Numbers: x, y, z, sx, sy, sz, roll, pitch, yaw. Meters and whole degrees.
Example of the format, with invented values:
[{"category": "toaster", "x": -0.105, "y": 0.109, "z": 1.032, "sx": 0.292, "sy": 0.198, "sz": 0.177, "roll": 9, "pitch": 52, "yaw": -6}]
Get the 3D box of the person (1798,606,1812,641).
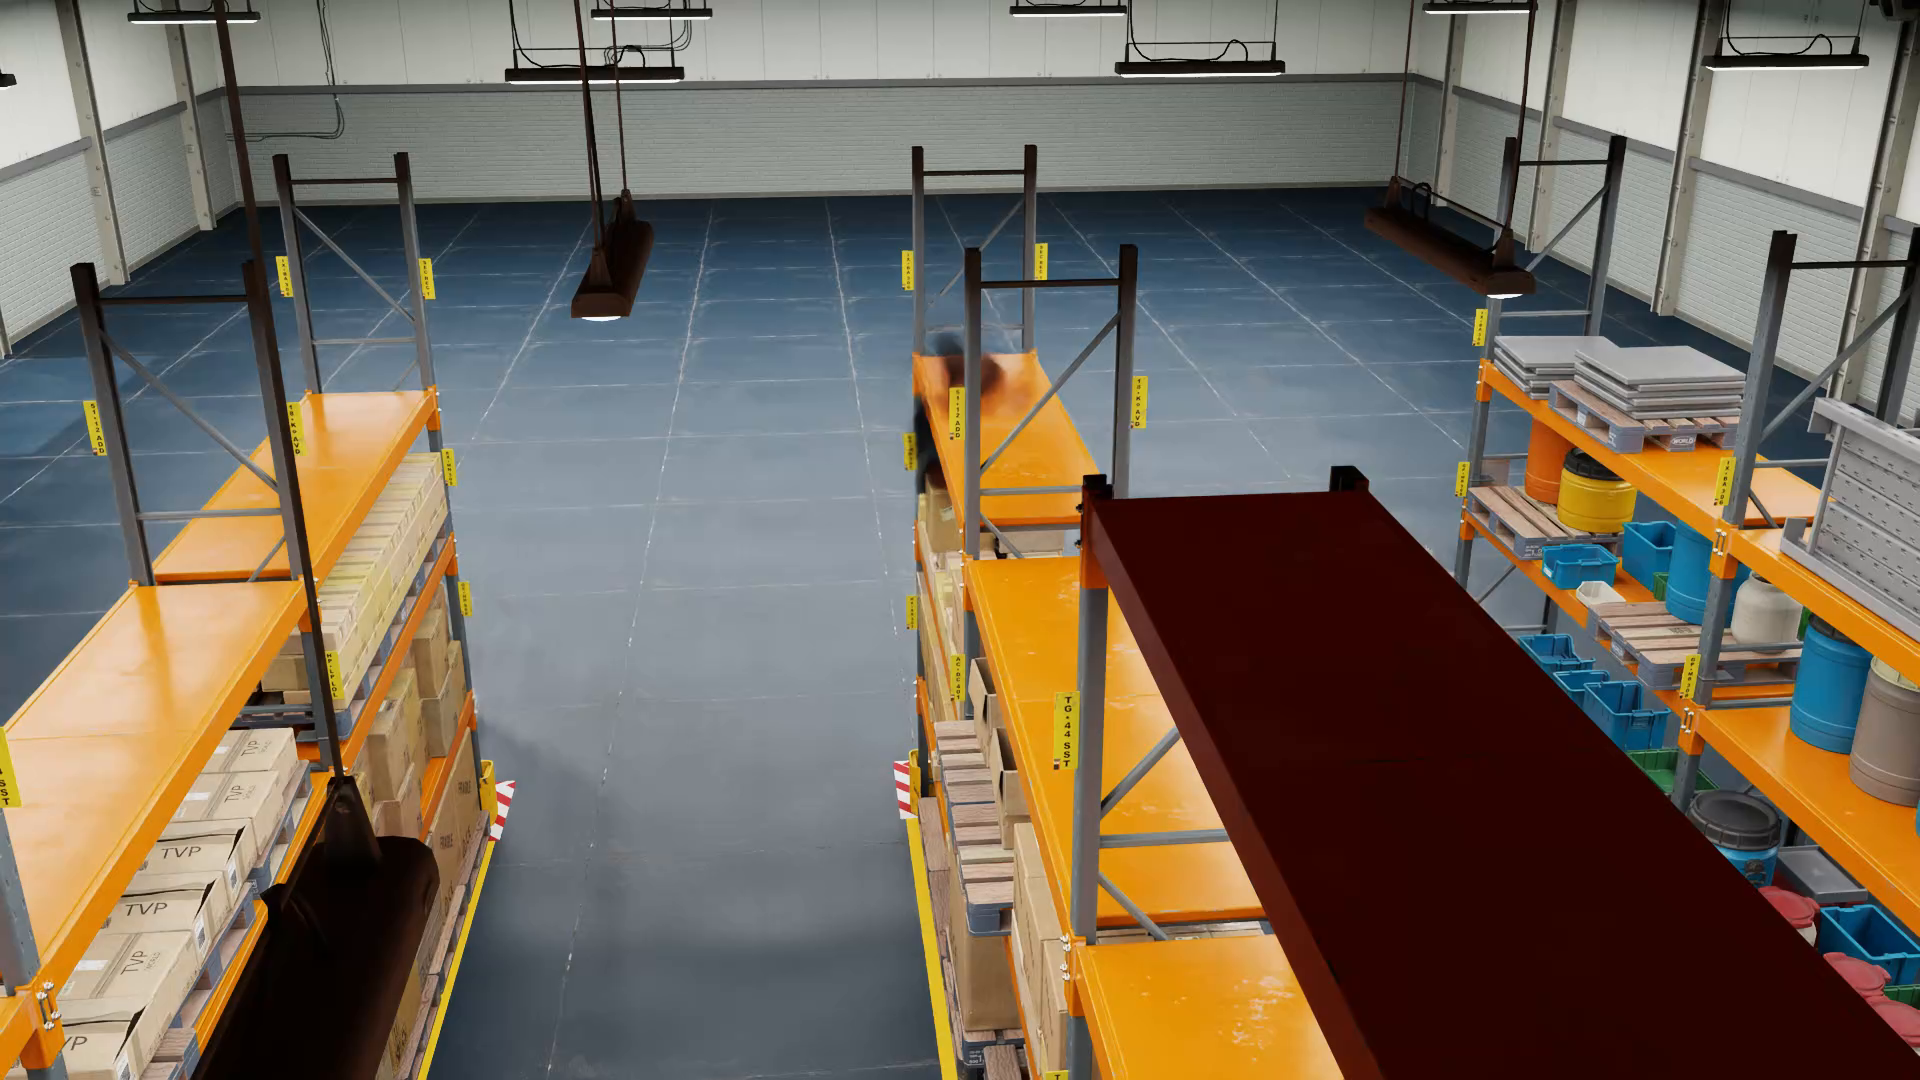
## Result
[{"category": "person", "x": 9.302, "y": 0.602, "z": 17.760, "sx": 0.670, "sy": 1.755, "sz": 0.680, "roll": 11, "pitch": 24, "yaw": 26}]
